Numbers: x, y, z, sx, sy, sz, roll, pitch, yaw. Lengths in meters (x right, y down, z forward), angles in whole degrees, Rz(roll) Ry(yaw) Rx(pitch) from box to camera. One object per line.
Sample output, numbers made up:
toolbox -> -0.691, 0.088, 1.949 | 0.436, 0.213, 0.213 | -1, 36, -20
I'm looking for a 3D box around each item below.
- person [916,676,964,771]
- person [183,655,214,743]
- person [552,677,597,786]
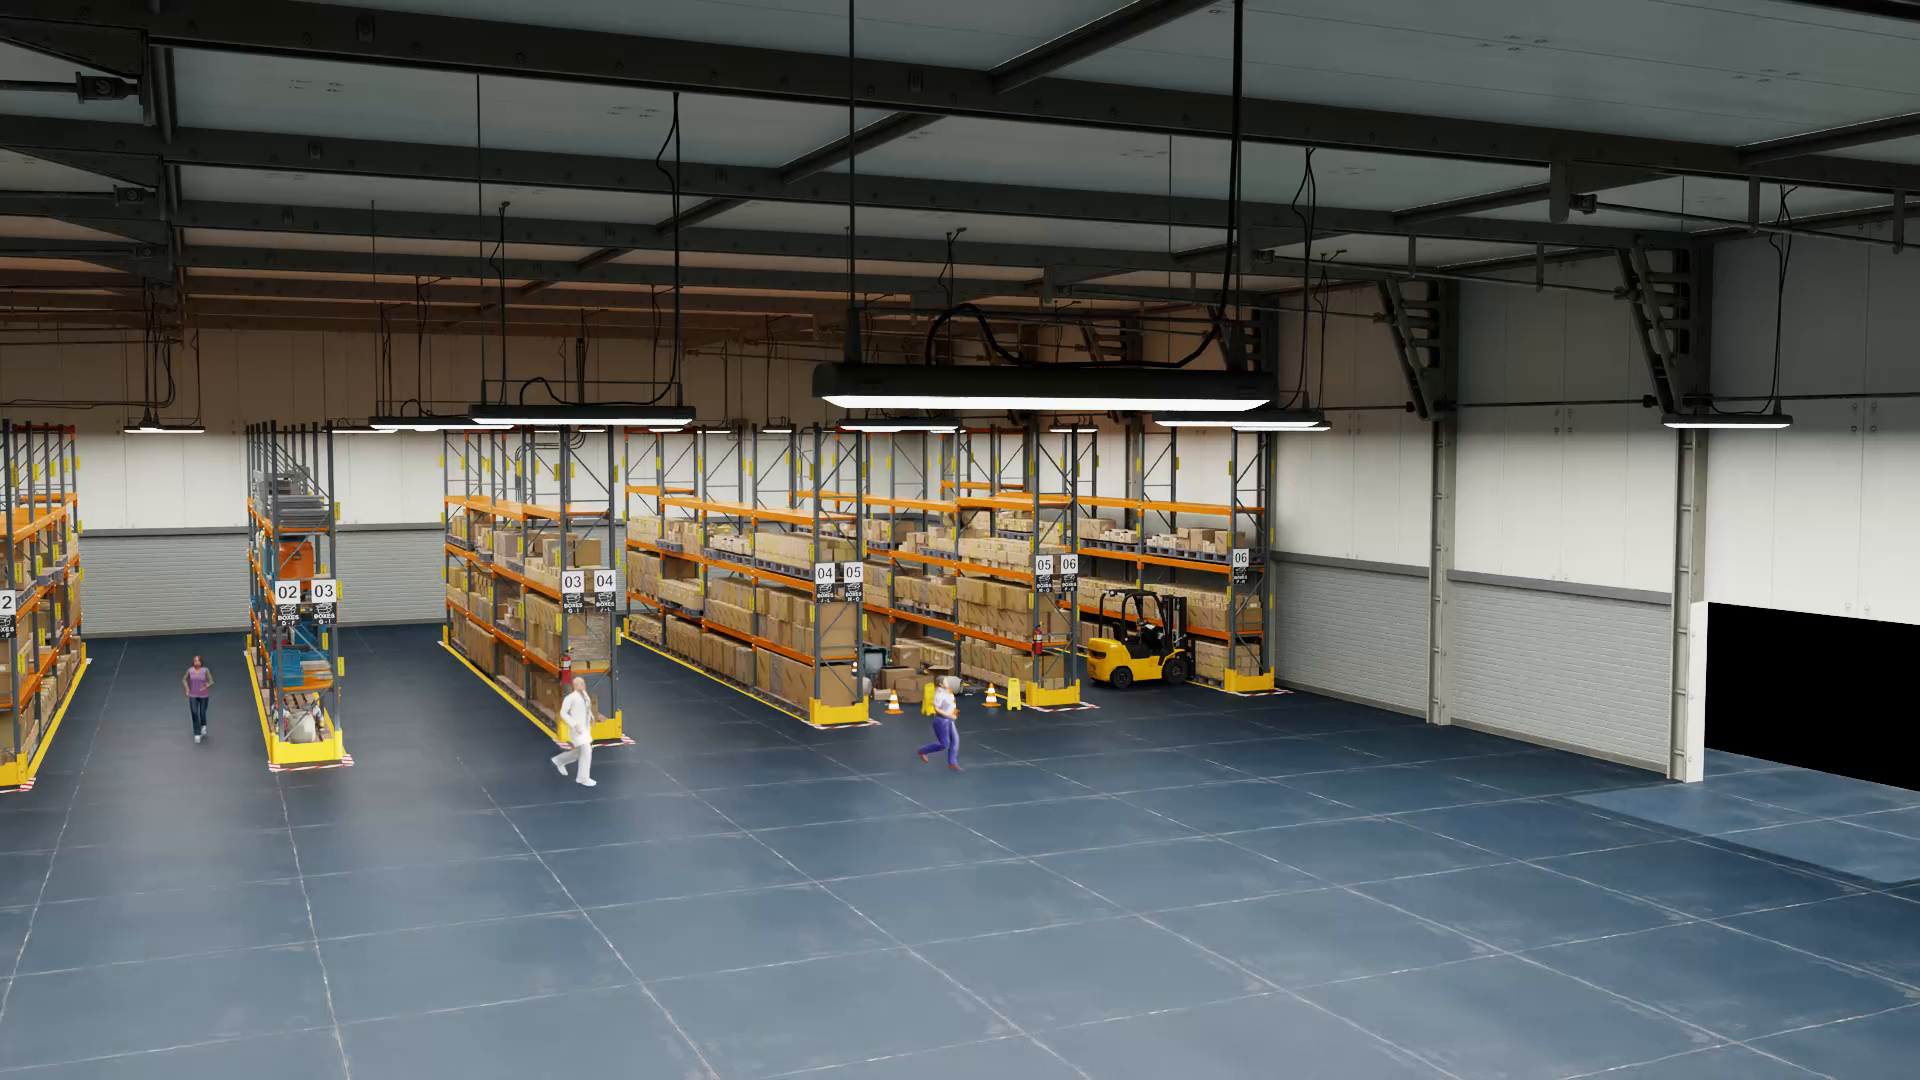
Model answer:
person -> -0.326, 3.144, 28.535 | 0.823, 1.644, 0.616 | 1, 4, 13
person -> -14.327, 2.969, 31.295 | 0.541, 1.591, 0.805 | -1, 4, -21
person -> -6.356, 3.252, 27.381 | 0.827, 1.561, 0.668 | 1, 4, 16
